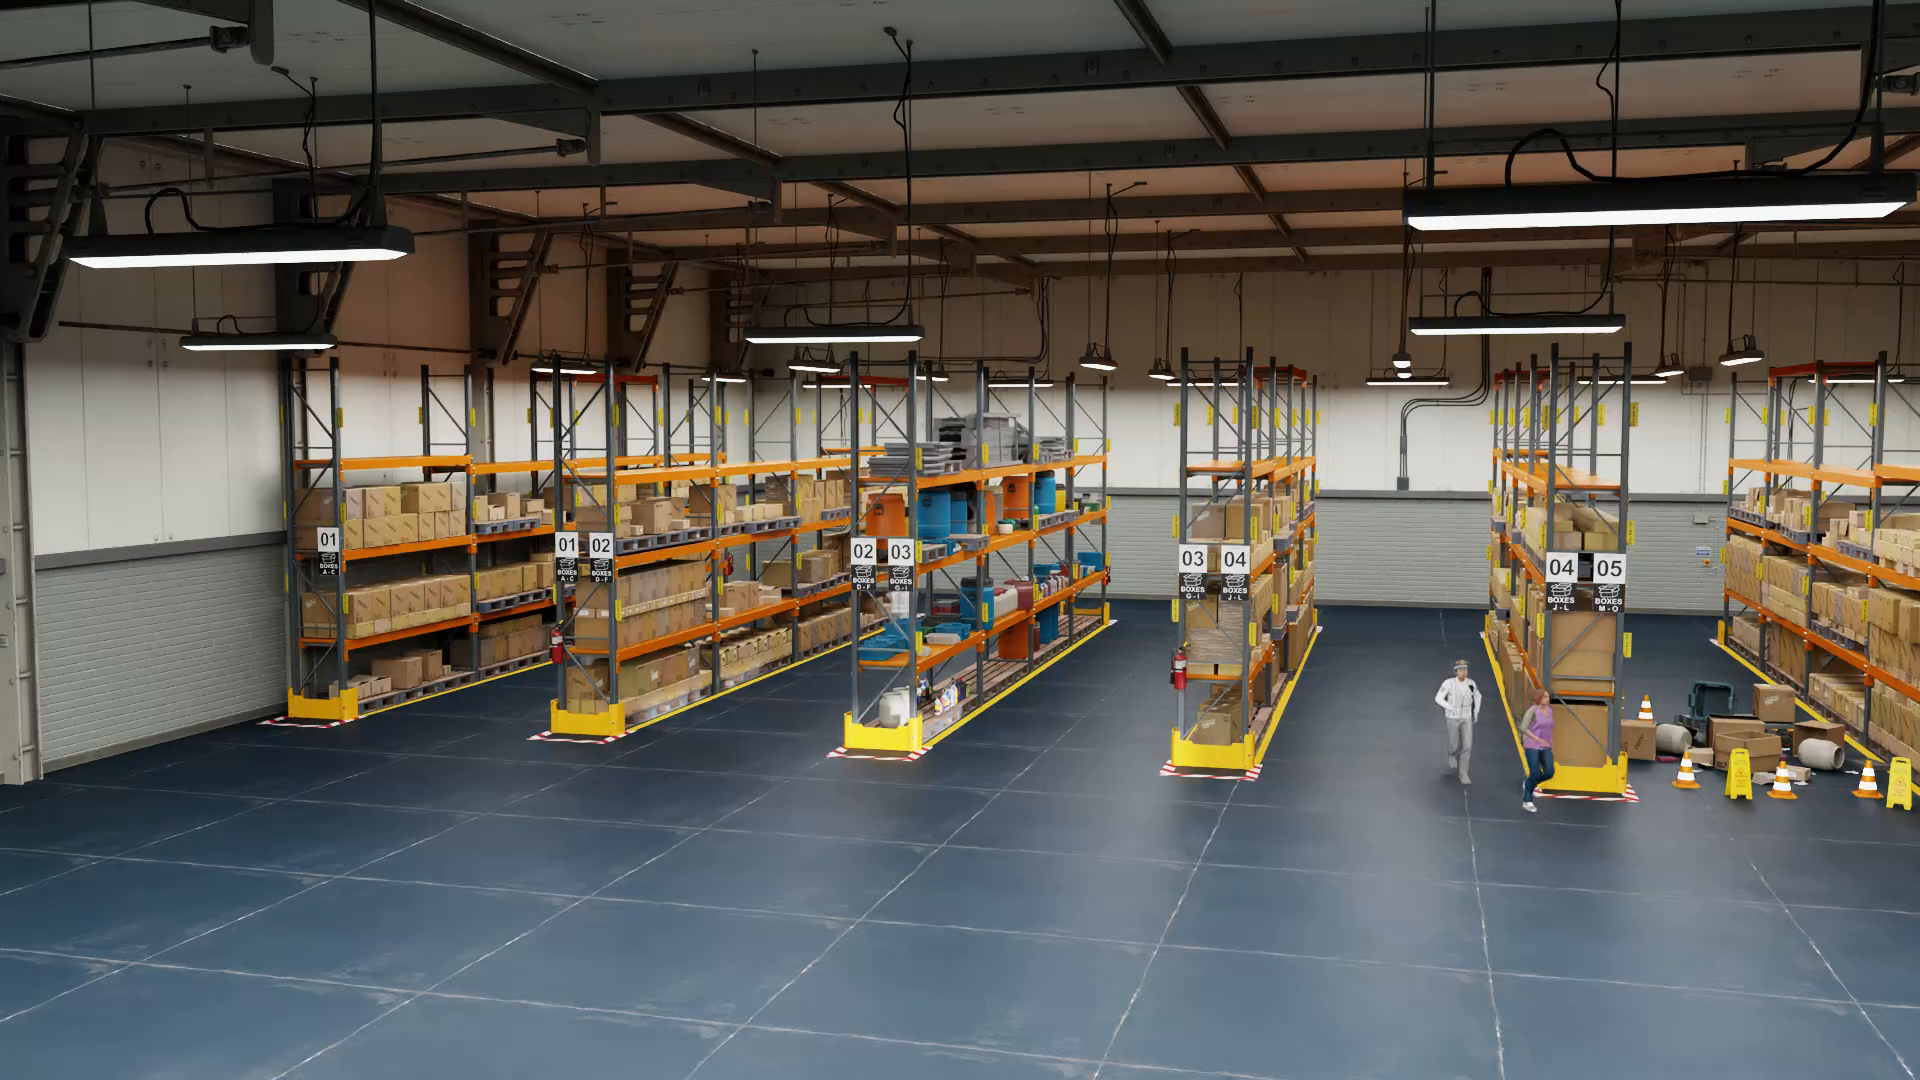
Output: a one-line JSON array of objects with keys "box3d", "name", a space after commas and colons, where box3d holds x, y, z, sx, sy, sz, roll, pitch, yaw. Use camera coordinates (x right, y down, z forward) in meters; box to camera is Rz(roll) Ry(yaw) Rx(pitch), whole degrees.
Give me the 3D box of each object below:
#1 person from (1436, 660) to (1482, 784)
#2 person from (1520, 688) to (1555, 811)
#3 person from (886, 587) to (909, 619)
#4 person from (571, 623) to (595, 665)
[{"box3d": [6.929, 2.488, 23.081, 0.657, 1.697, 0.797, 0, 4, 3], "name": "person"}, {"box3d": [7.420, 2.677, 21.271, 0.581, 1.572, 0.537, -2, 4, -21], "name": "person"}, {"box3d": [-1.256, 1.556, 34.919, 0.626, 1.817, 0.783, 1, 4, 11], "name": "person"}, {"box3d": [-6.681, 1.991, 29.752, 0.572, 1.725, 0.683, 1, 4, 10], "name": "person"}]
